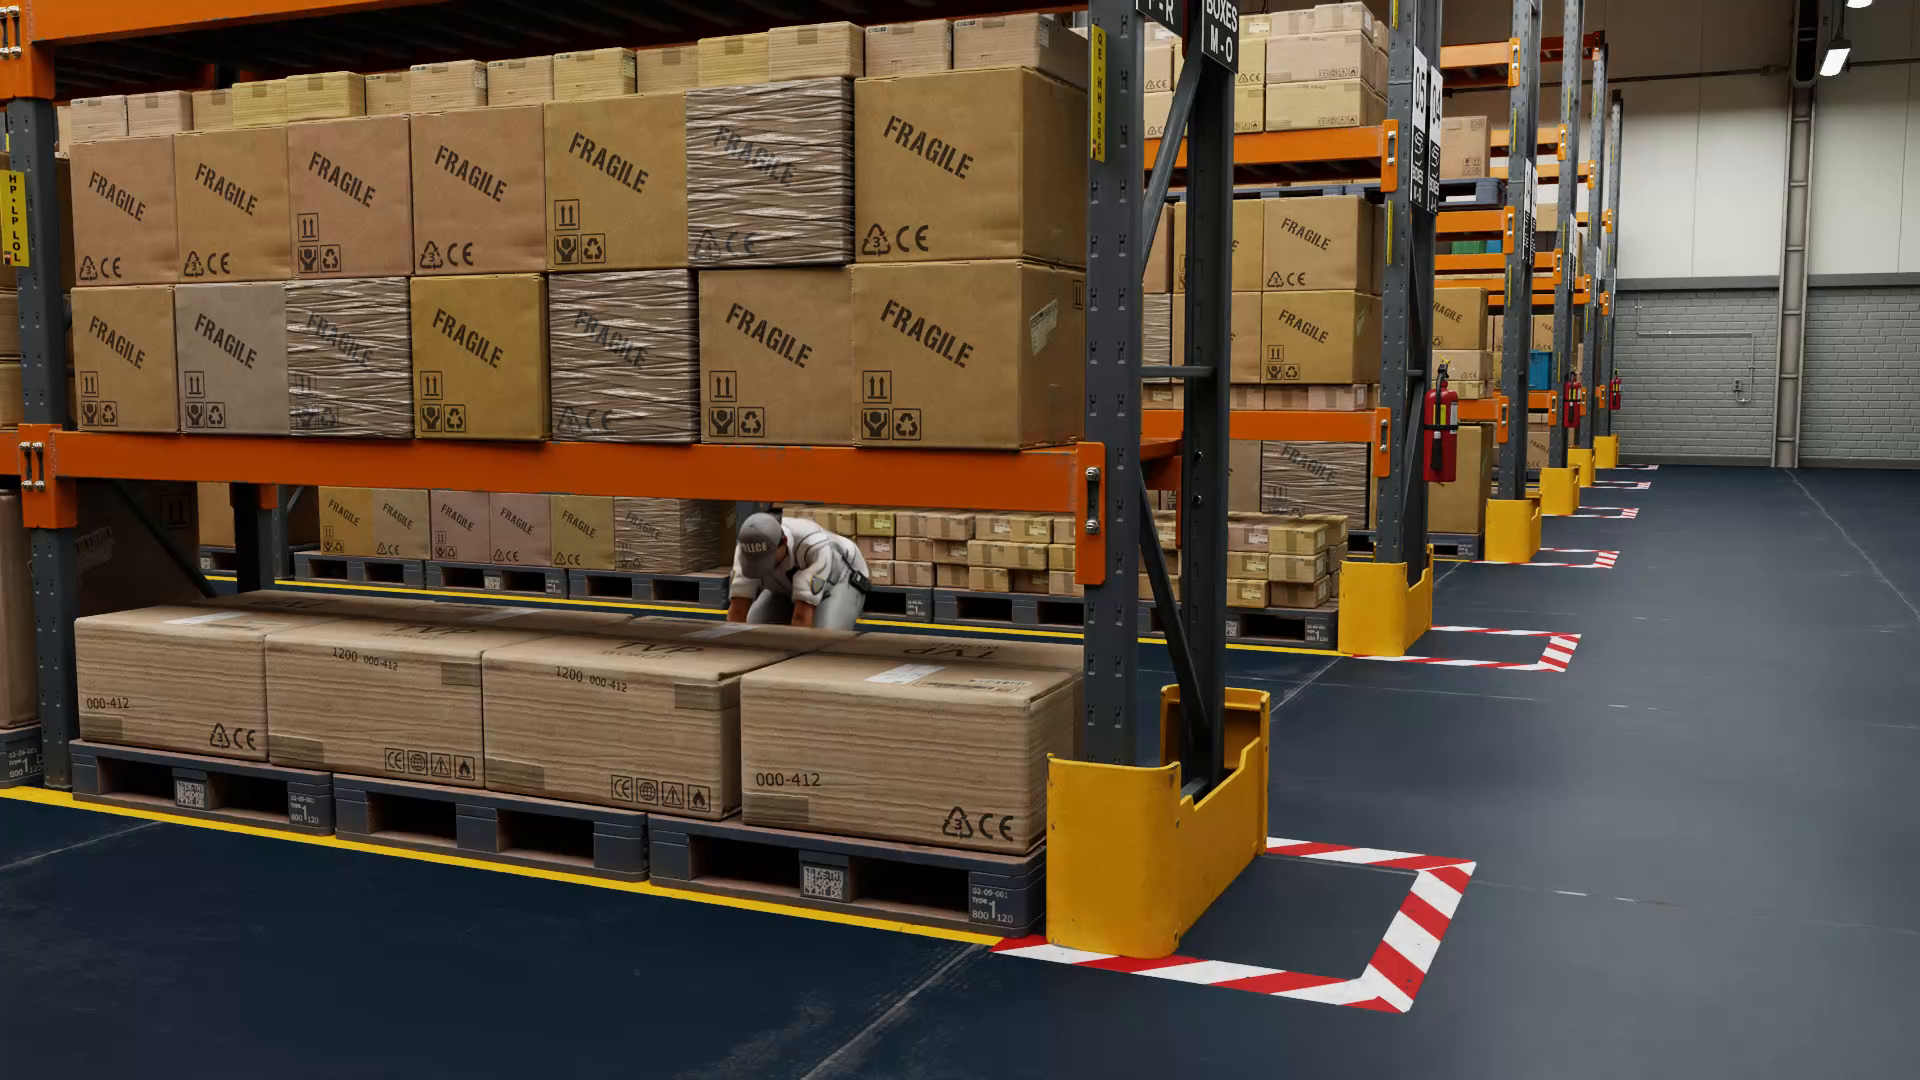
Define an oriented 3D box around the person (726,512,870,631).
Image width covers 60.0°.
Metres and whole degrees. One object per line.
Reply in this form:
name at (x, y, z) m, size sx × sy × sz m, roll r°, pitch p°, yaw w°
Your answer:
person at (-0.721, 0.322, 7.236) m, size 0.517 × 0.940 × 0.902 m, roll 2°, pitch 6°, yaw 22°
